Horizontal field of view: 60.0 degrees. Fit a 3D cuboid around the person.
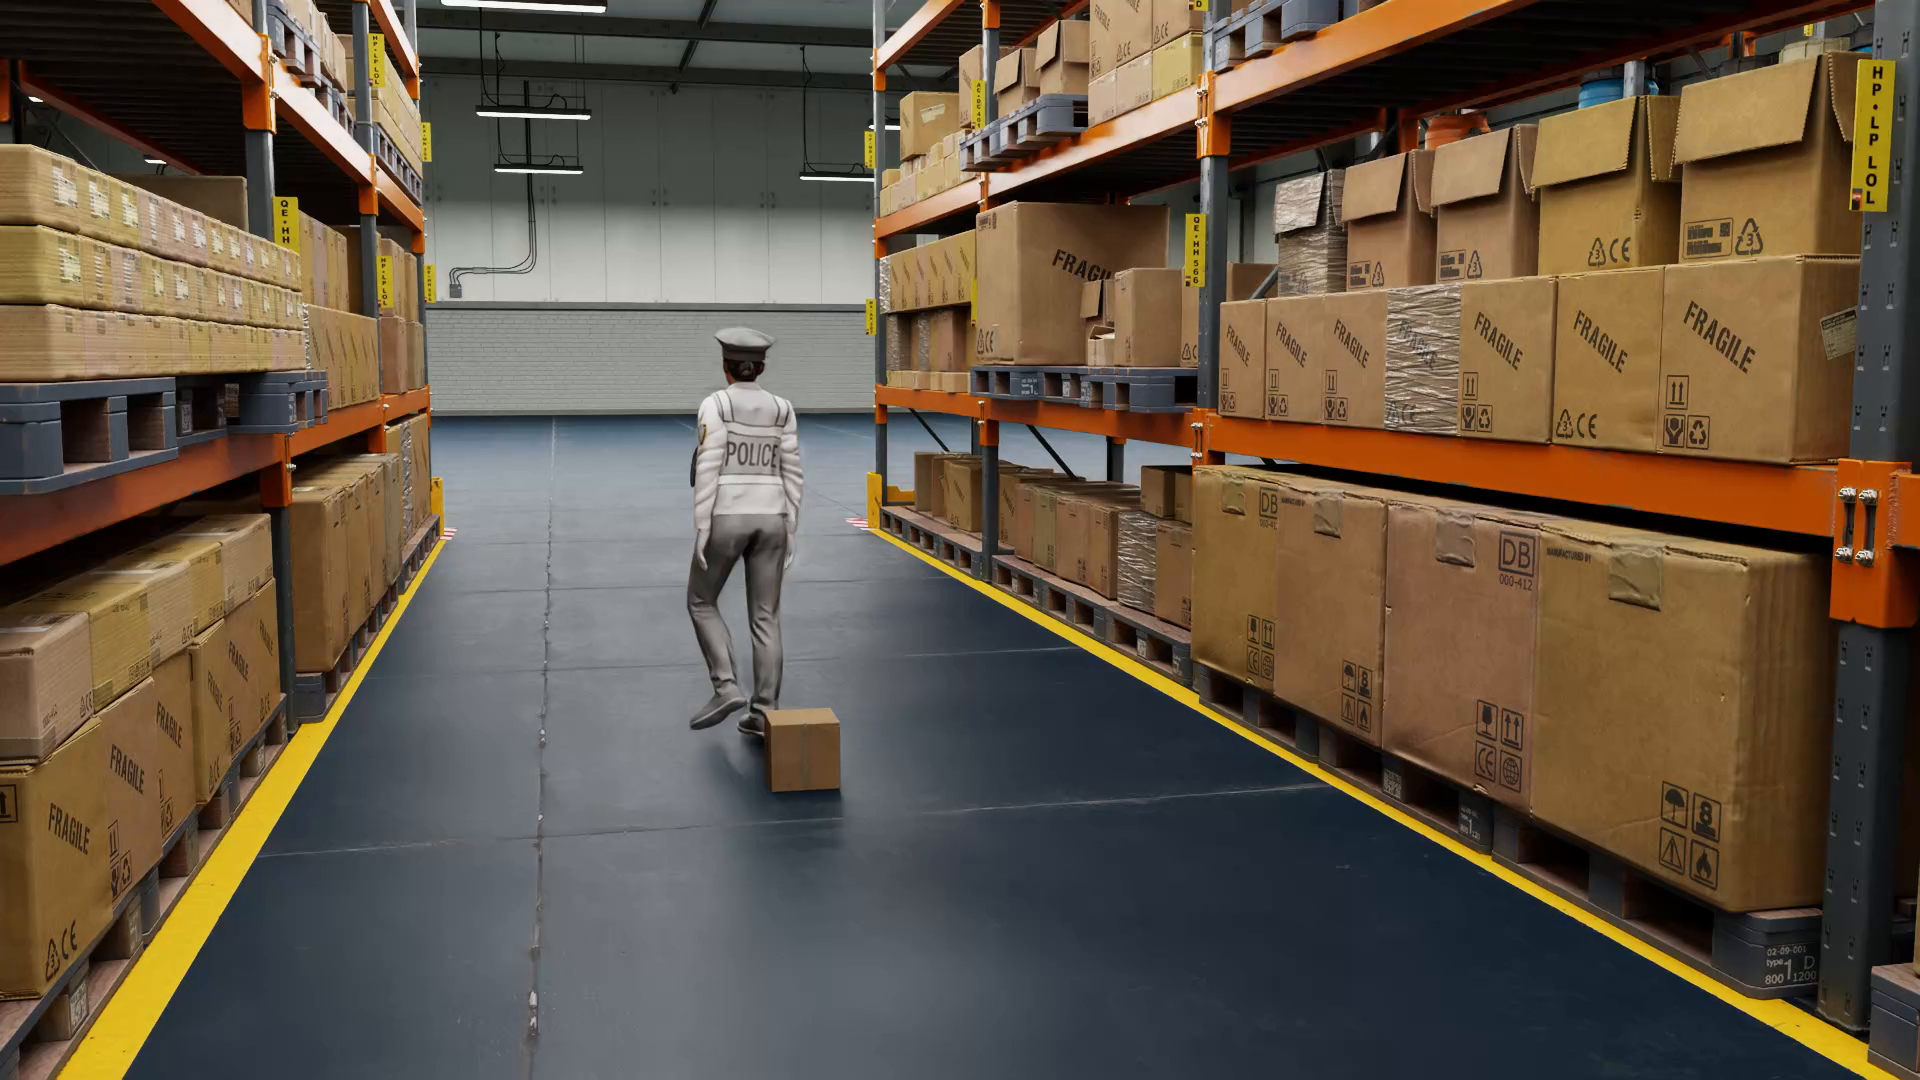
[{"bbox_3d":[-0.870,-0.041,6.808,0.513,1.660,0.483,-3,7,-29],"label":"person"}]
